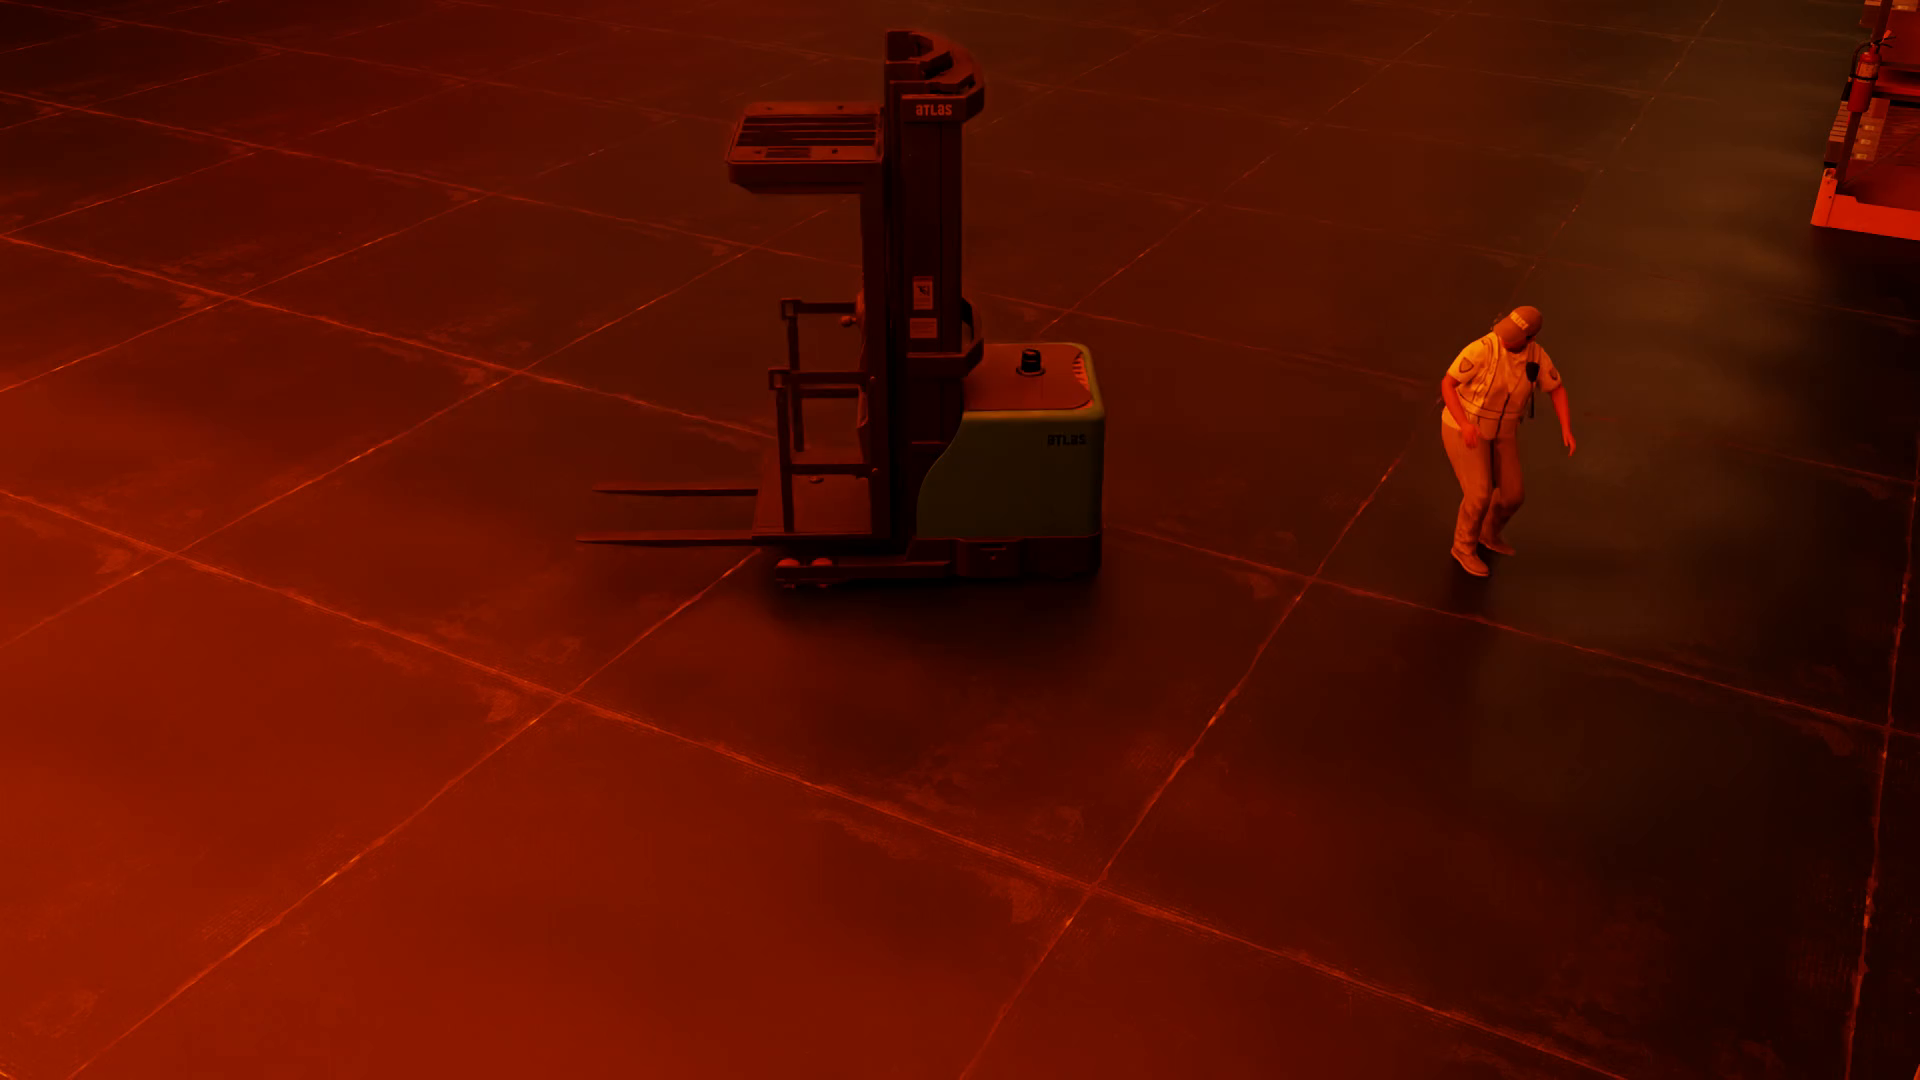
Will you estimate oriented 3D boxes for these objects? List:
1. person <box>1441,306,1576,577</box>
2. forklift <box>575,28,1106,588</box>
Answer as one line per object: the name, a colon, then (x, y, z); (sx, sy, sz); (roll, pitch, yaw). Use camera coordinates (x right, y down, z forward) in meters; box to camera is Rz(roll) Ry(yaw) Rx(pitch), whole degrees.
person: (3.069, -0.570, 9.437); (0.719, 1.622, 0.630); (-9, 31, -15)
forklift: (-0.710, -1.262, 9.258); (3.031, 2.935, 1.130); (-1, 30, -1)
